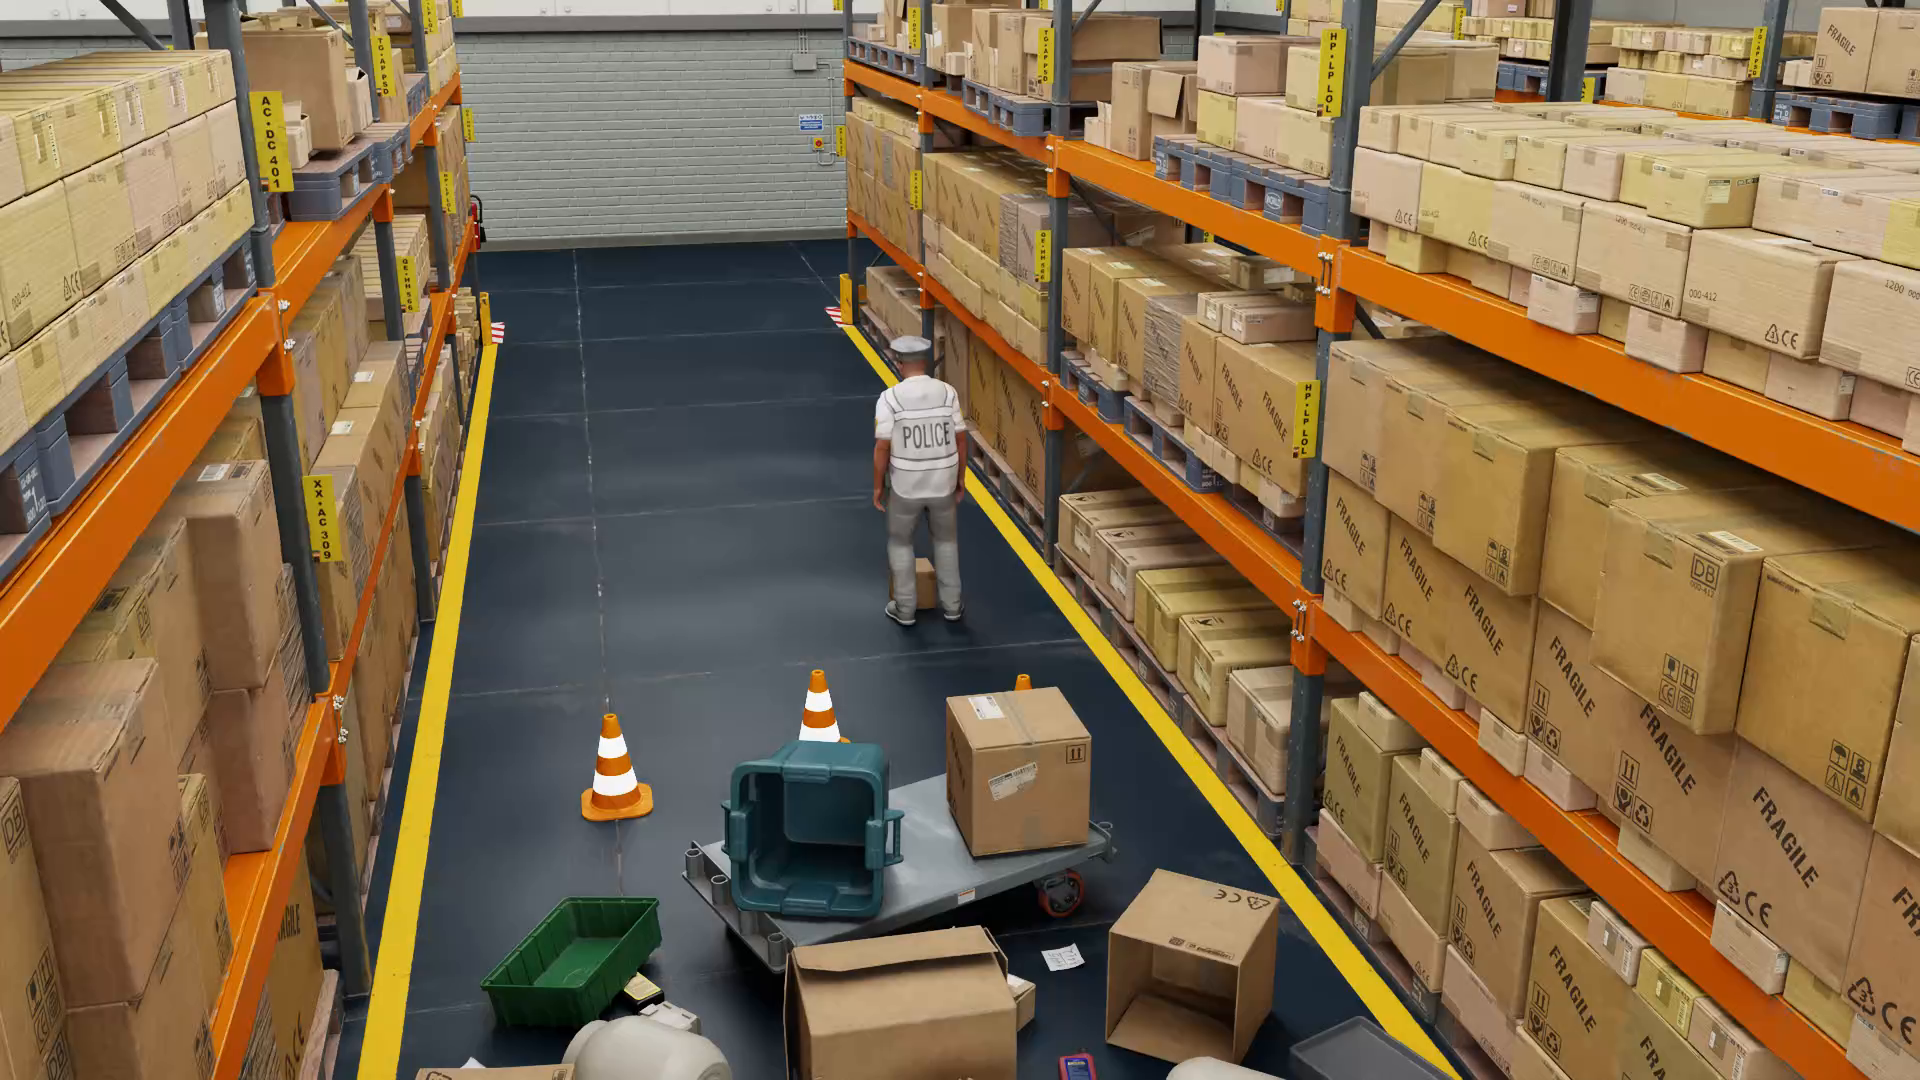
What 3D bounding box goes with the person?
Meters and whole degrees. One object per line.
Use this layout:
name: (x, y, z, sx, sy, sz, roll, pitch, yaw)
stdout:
person: (-0.233, -0.336, 10.010, 0.597, 1.747, 0.437, -6, 20, -16)
